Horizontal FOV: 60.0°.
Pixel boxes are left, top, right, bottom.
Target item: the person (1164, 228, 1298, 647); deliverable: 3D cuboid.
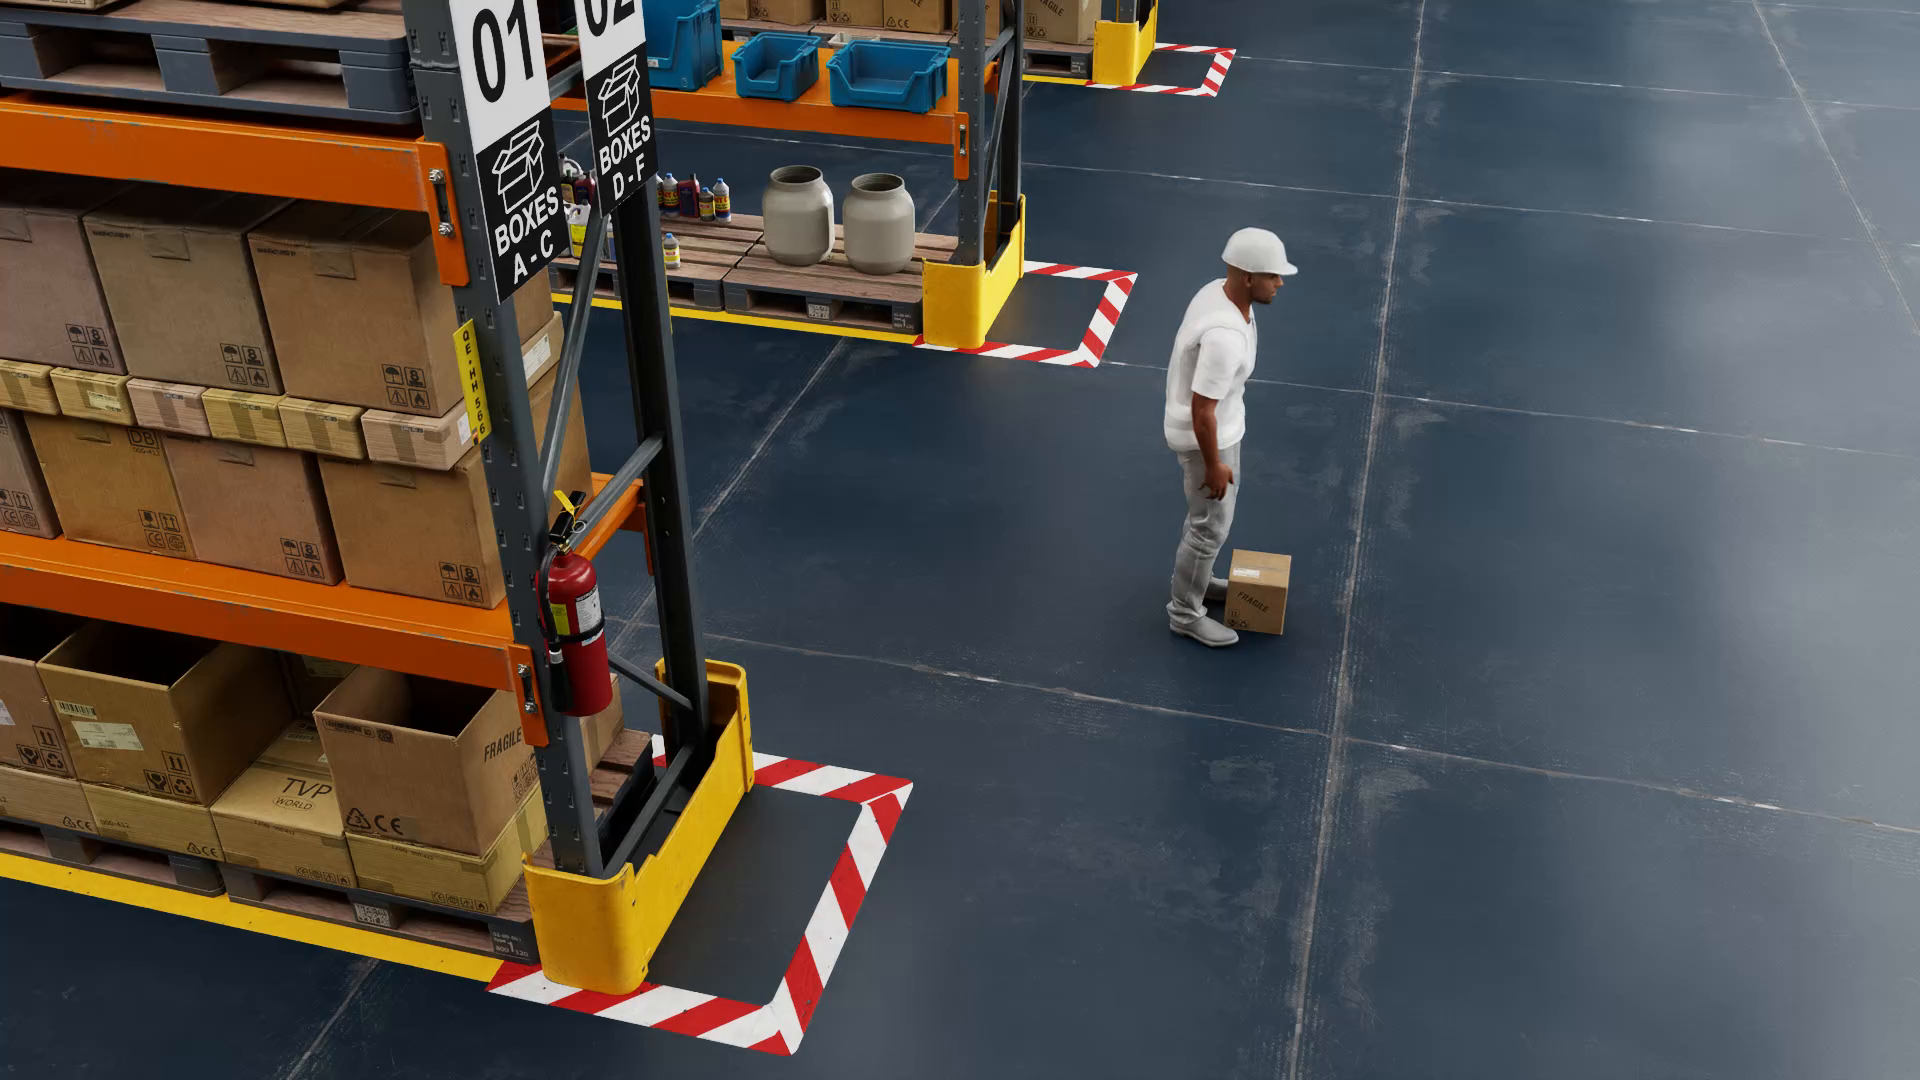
[{"bbox_3d":[1.066,-0.437,6.804,0.463,1.760,0.631,8,33,12],"label":"person"}]
